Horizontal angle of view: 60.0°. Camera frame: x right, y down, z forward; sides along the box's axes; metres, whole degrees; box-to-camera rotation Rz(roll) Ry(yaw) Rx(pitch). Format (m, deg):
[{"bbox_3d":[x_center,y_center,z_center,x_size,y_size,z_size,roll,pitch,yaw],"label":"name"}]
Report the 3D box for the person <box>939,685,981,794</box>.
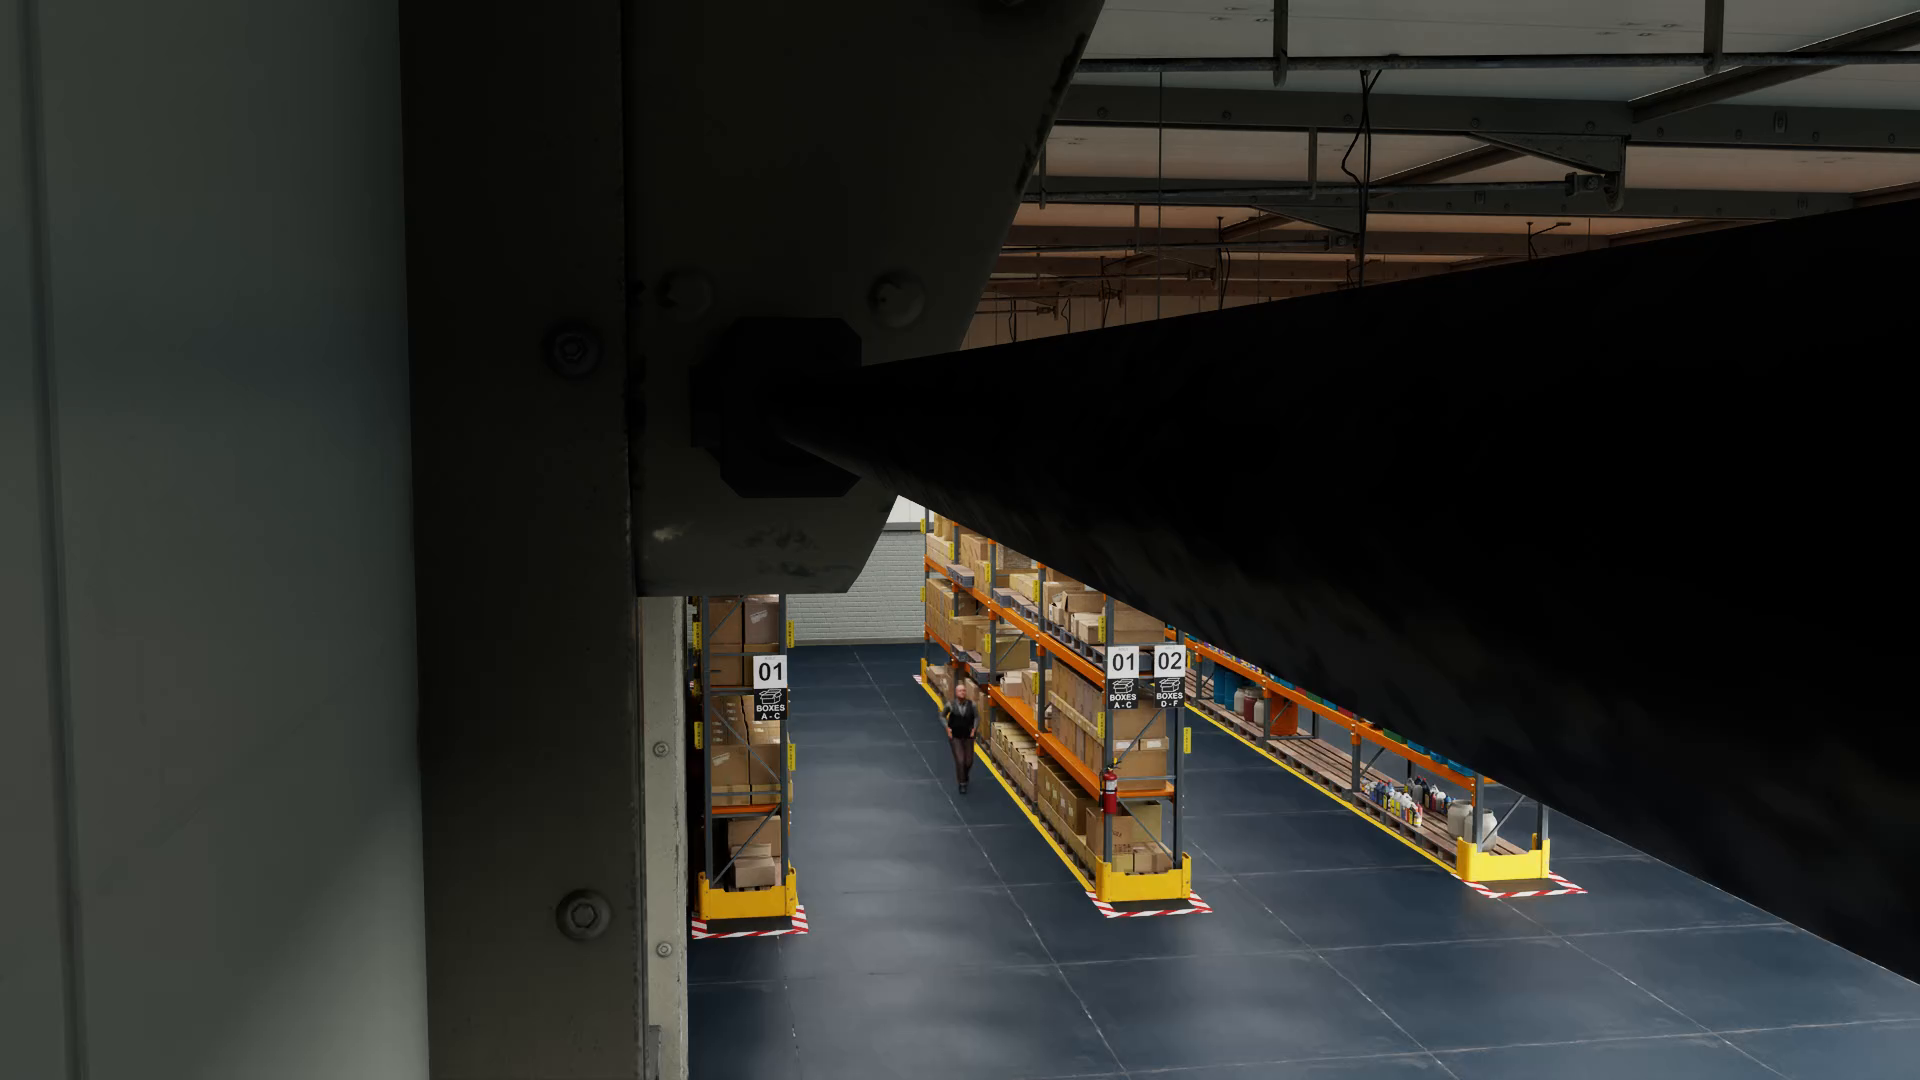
[{"bbox_3d":[0.004,3.154,26.548,0.670,1.704,0.687,-1,5,-10],"label":"person"}]
